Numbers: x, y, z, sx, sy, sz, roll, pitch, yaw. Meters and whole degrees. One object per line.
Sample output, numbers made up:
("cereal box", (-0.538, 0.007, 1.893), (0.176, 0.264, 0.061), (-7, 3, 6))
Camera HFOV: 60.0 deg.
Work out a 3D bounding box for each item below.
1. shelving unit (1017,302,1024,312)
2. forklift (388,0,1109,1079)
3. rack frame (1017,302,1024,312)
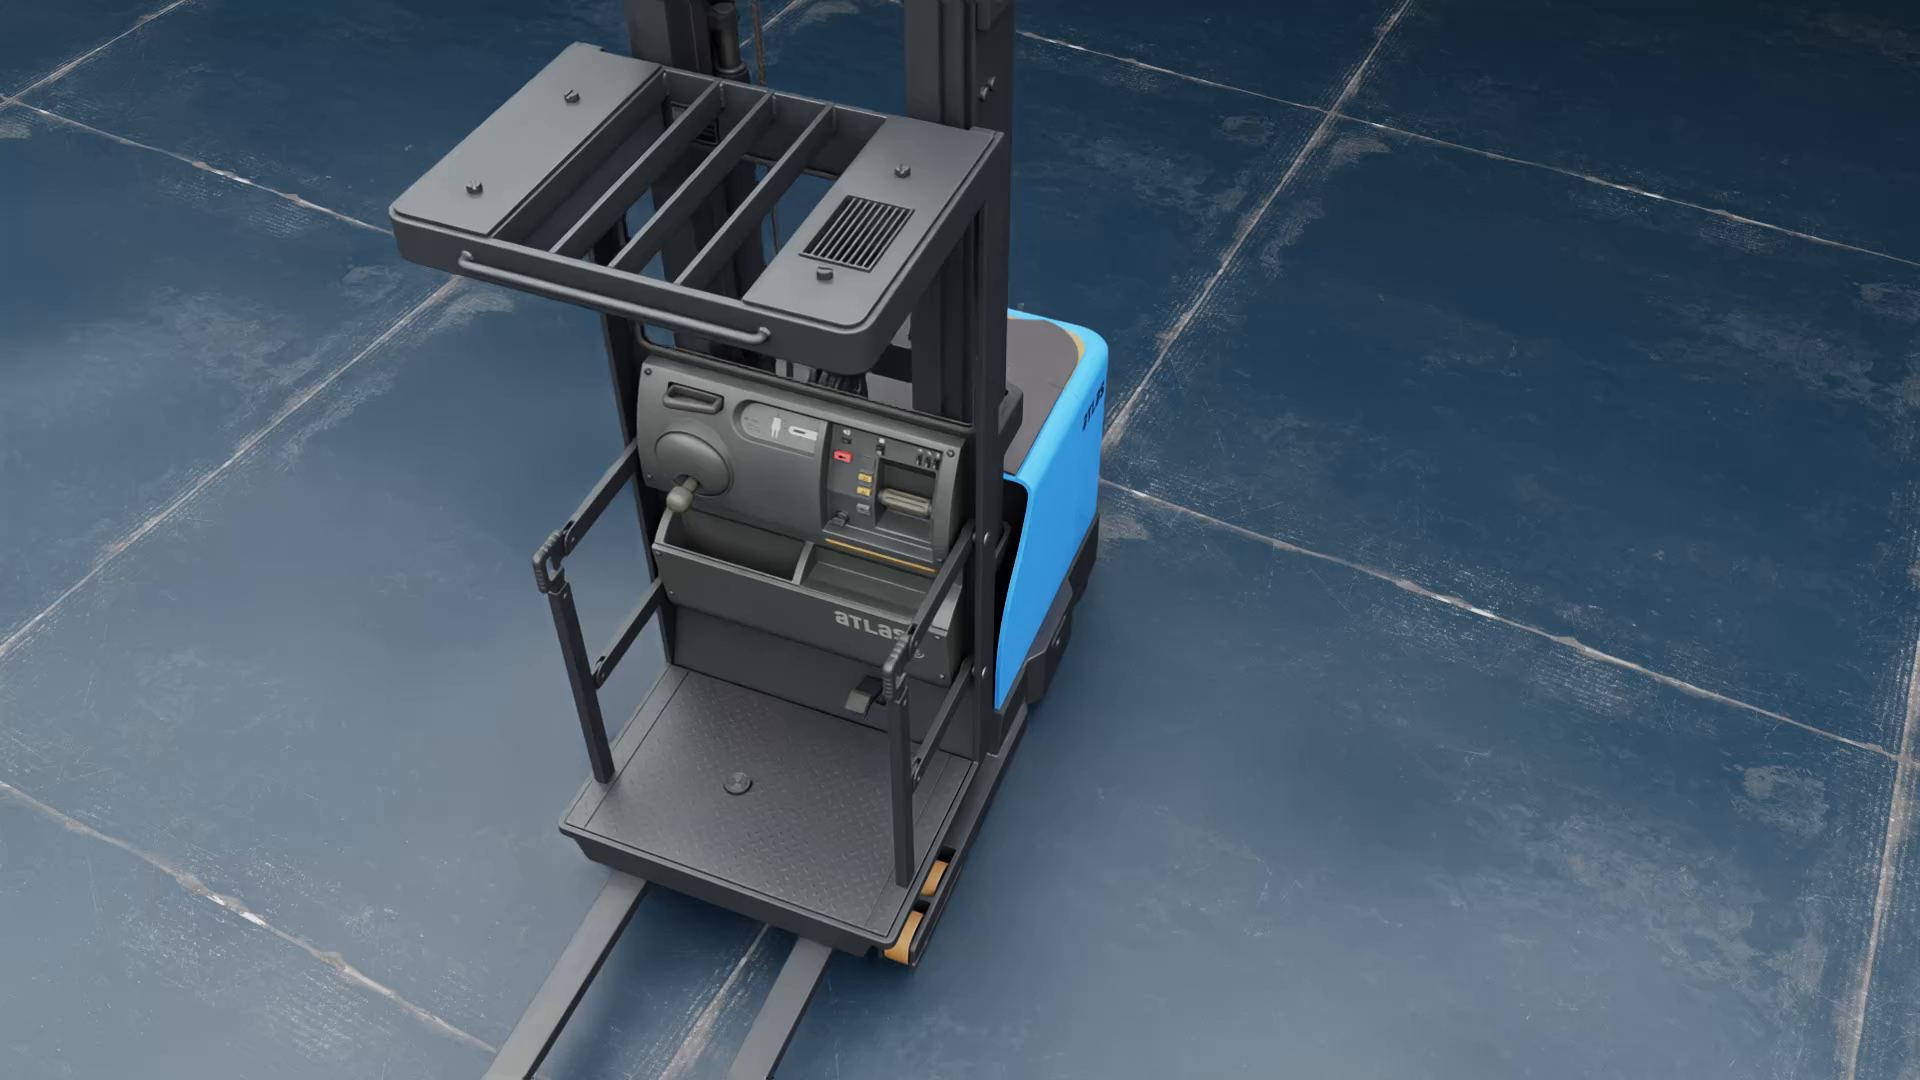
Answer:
("shelving unit", (0.072, -0.471, 6.083), (0.258, 0.900, 0.210), (16, 47, 15))
("forklift", (-0.518, -0.107, 4.295), (1.130, 2.935, 3.031), (16, 47, 15))
("rack frame", (0.110, -0.538, 6.149), (0.240, 0.900, 0.006), (16, 47, 15))
